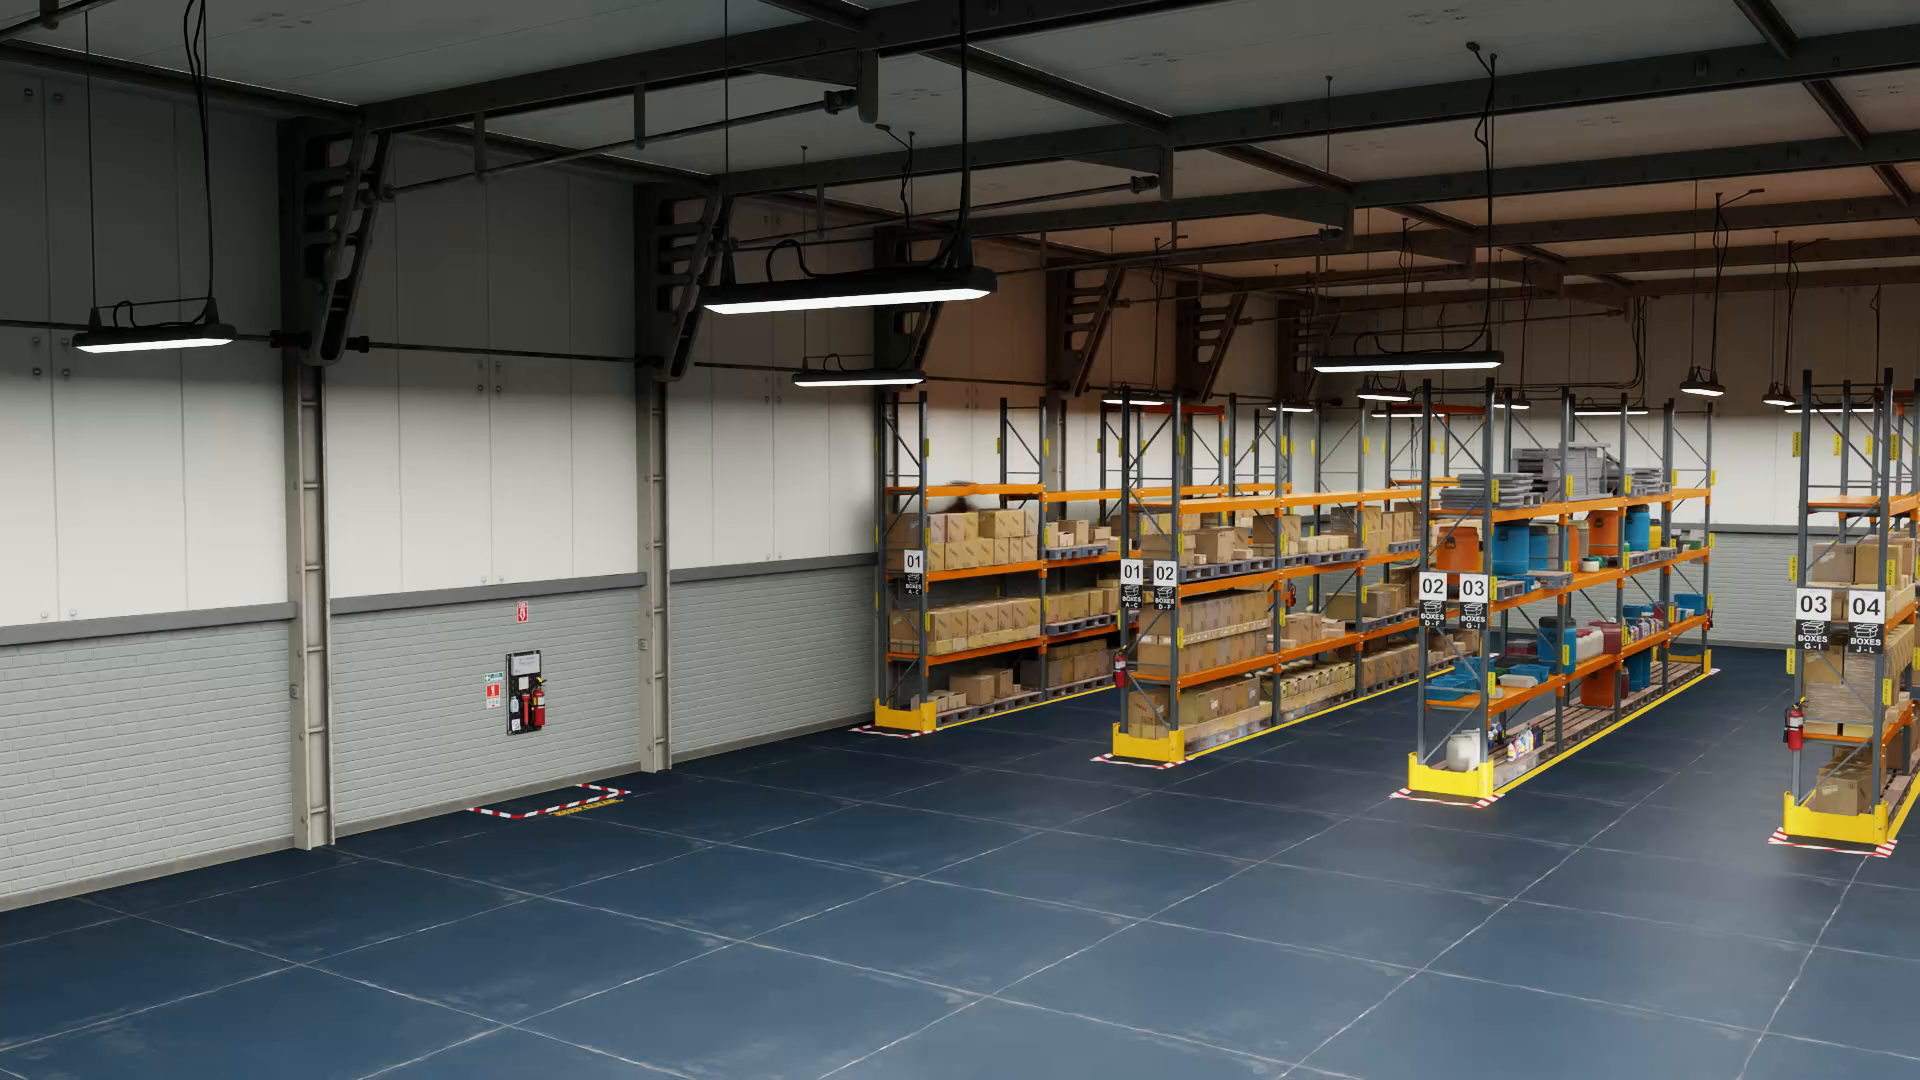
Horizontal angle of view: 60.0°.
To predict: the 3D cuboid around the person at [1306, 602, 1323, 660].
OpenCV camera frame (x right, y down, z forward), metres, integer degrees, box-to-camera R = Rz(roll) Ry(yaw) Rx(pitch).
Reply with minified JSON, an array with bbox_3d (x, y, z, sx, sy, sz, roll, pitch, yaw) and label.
[{"bbox_3d":[8.100,2.069,37.937,0.498,1.692,0.387,-2,4,-35],"label":"person"}]
